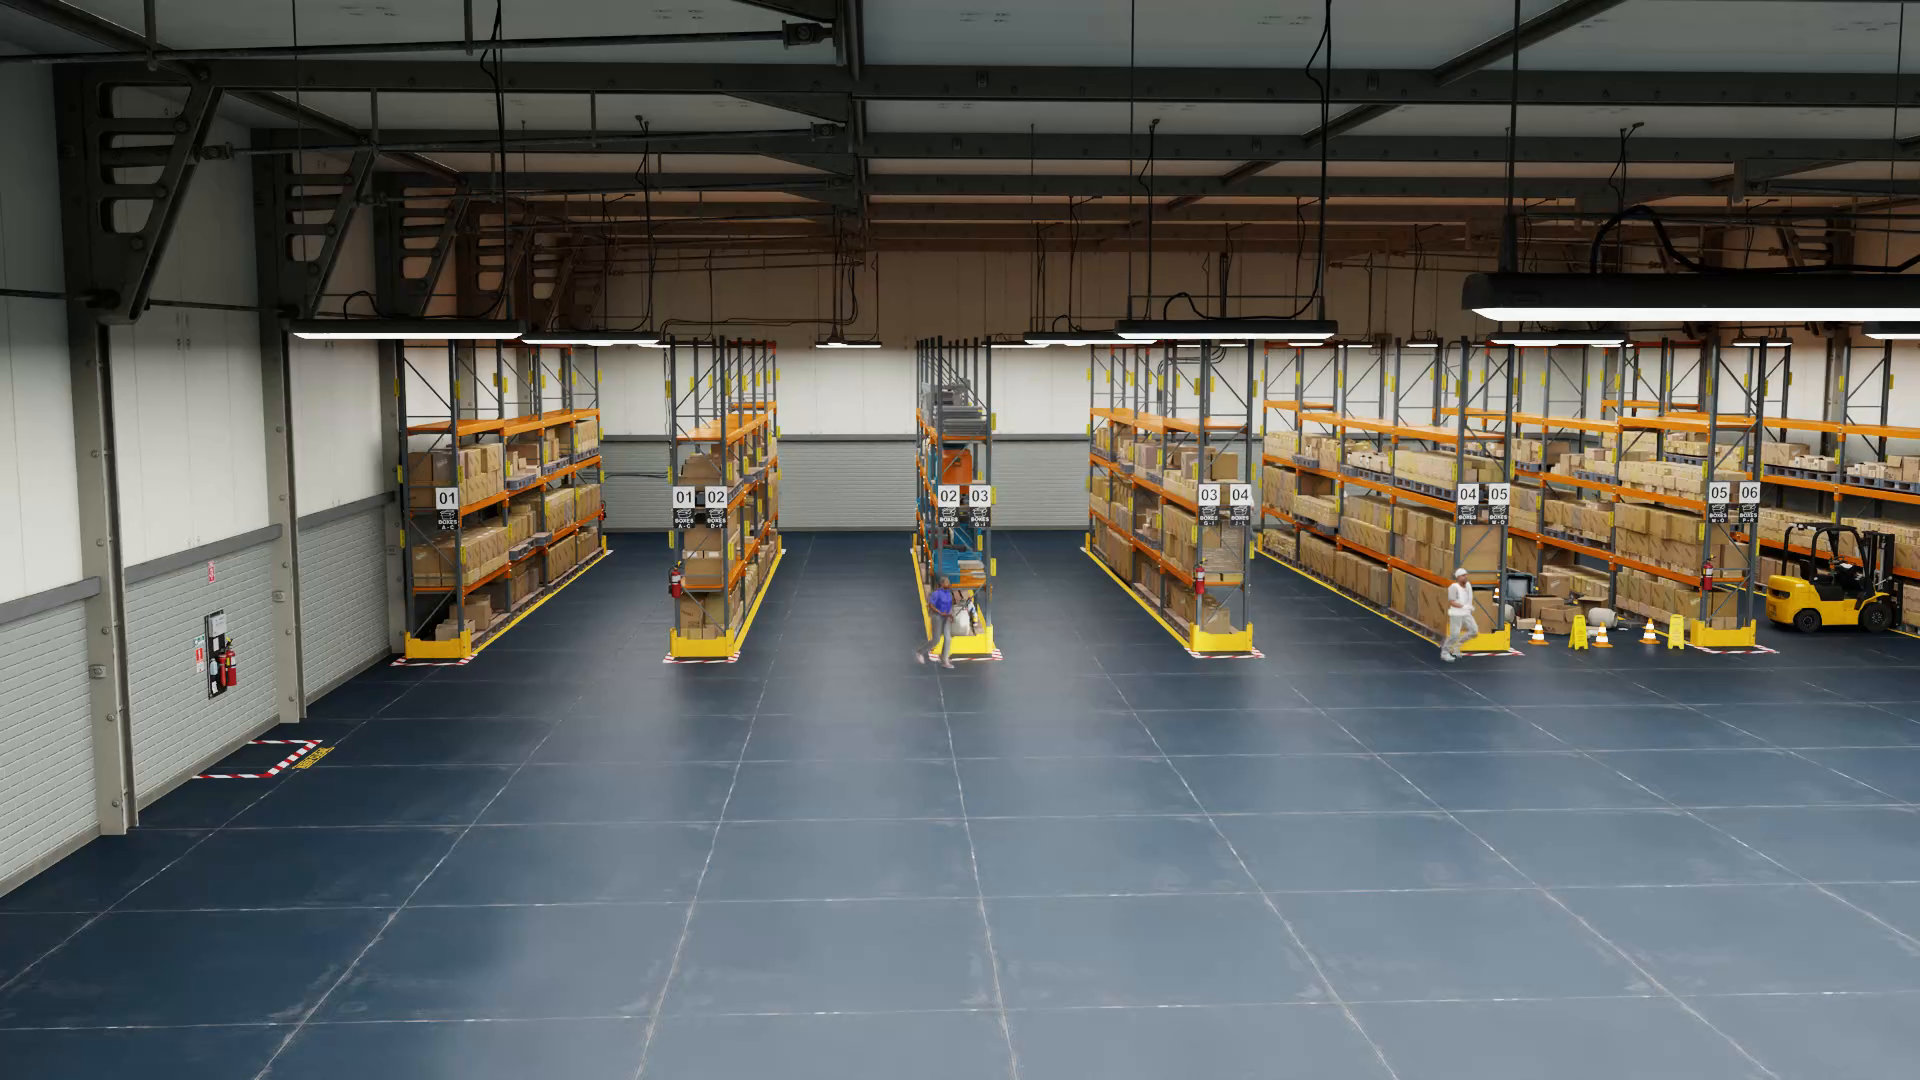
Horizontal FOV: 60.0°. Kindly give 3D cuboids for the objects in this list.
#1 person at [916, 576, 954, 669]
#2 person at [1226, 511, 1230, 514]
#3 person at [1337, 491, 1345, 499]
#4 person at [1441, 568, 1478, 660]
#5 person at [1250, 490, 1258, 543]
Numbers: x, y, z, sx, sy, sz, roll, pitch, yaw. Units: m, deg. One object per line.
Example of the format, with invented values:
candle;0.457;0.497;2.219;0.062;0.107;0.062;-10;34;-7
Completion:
person;-0.342;1.475;30.288;0.795;1.637;0.628;5;8;38
person;7.417;-0.516;48.048;0.695;1.552;0.740;5;8;35
person;10.796;-0.530;47.180;0.637;1.812;0.822;-2;7;-21
person;9.248;1.375;30.598;0.712;1.732;0.771;-4;8;-31
person;8.437;-0.686;48.838;0.930;1.763;0.692;-2;7;-17
